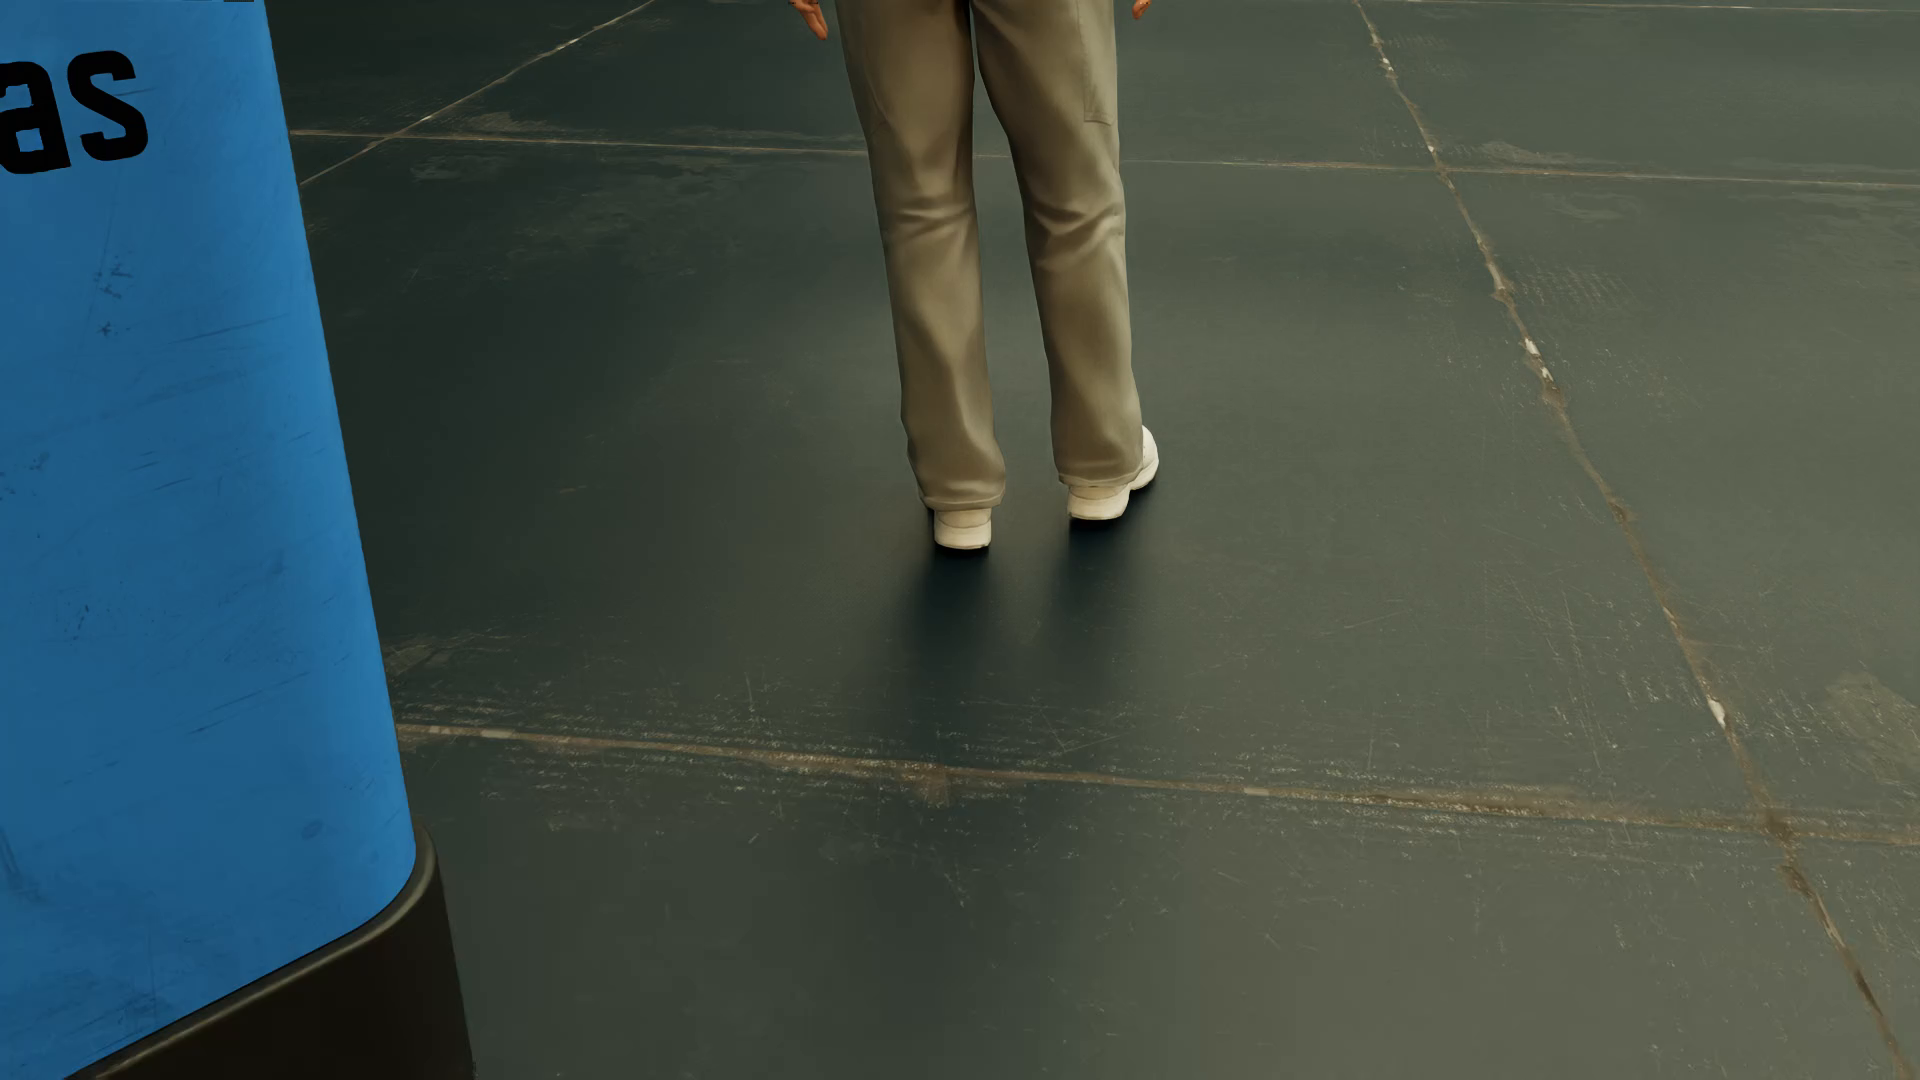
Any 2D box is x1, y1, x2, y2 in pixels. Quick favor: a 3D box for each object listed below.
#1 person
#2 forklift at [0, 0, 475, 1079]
[{"bbox_3d":[0.023,-0.788,2.186,0.550,1.675,0.549,3,27,7],"label":"person"},{"bbox_3d":[-1.789,-0.447,0.112,1.130,2.935,3.031,23,35,38],"label":"forklift"}]
